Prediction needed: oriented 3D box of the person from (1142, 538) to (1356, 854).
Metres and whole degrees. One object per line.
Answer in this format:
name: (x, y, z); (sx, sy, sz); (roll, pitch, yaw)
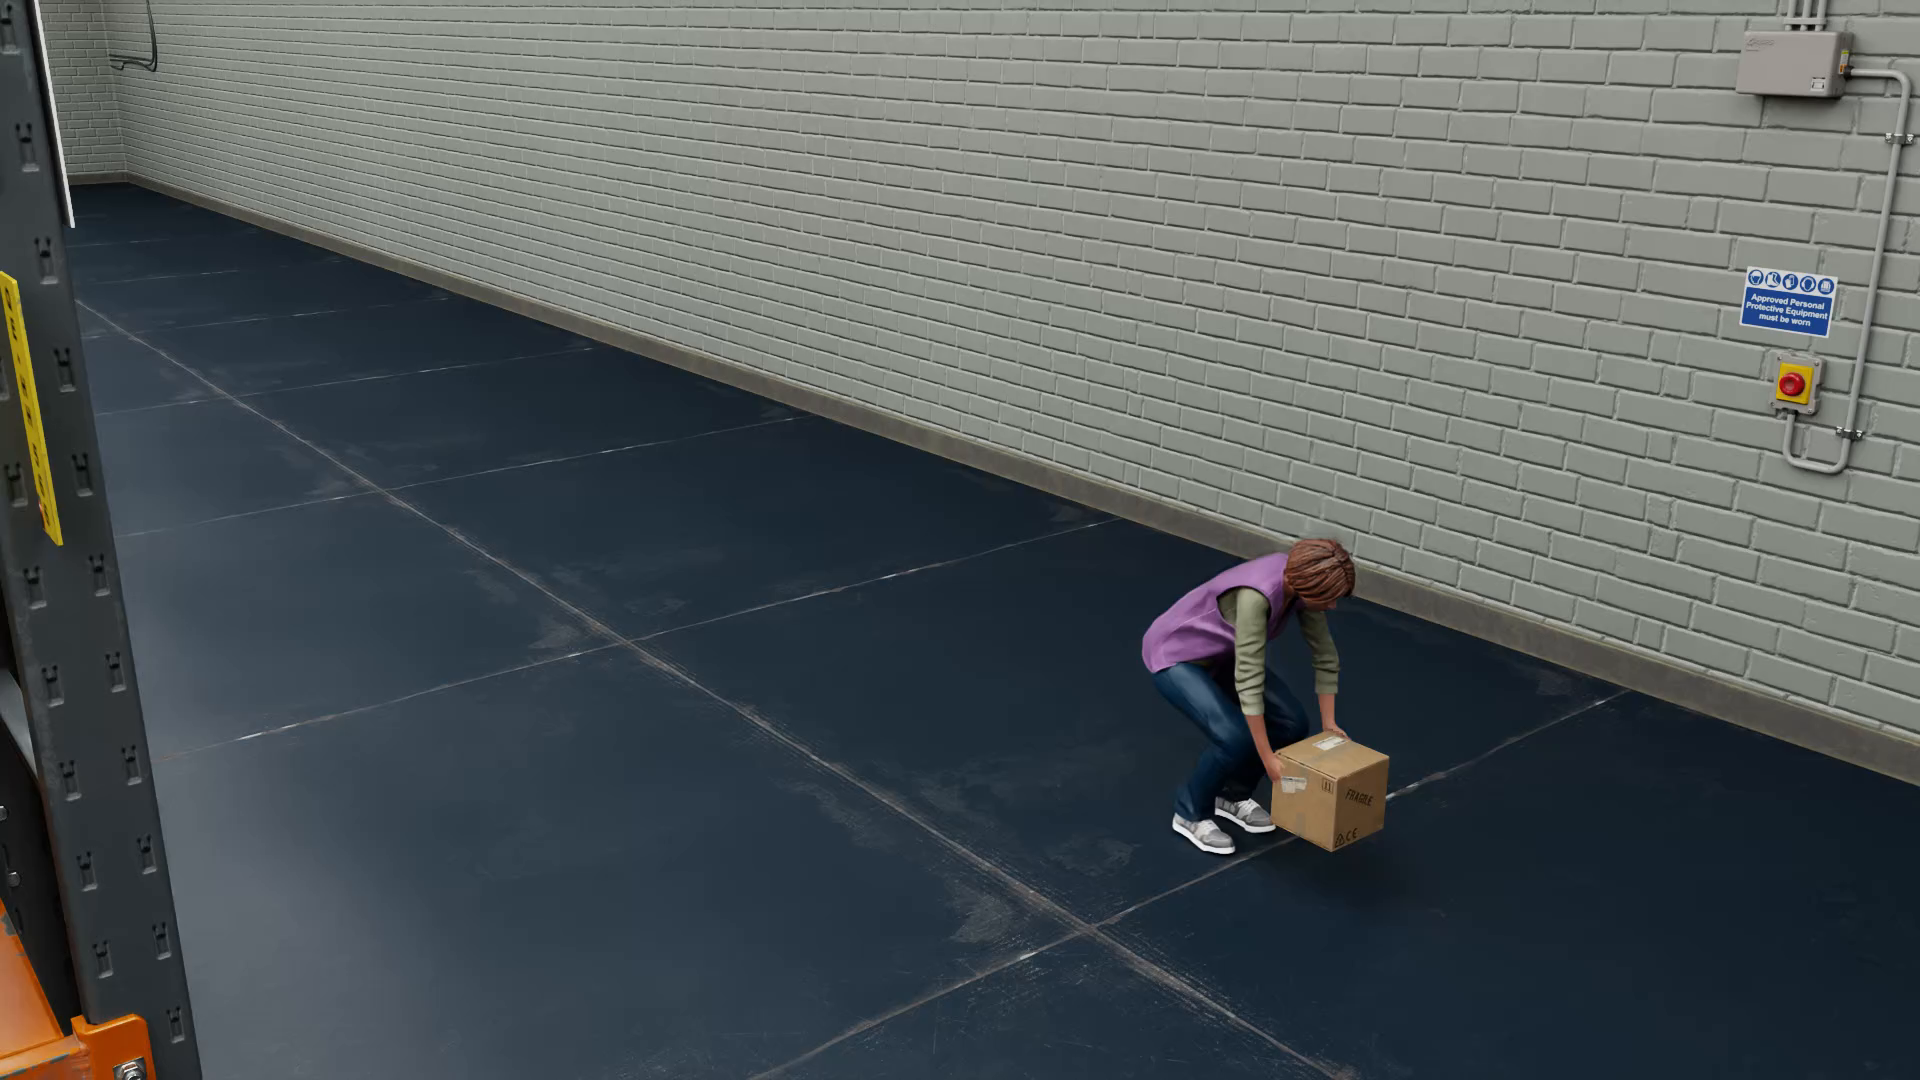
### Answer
person: (0.942, 0.471, 5.435); (0.461, 1.097, 0.738); (-14, 22, -36)
